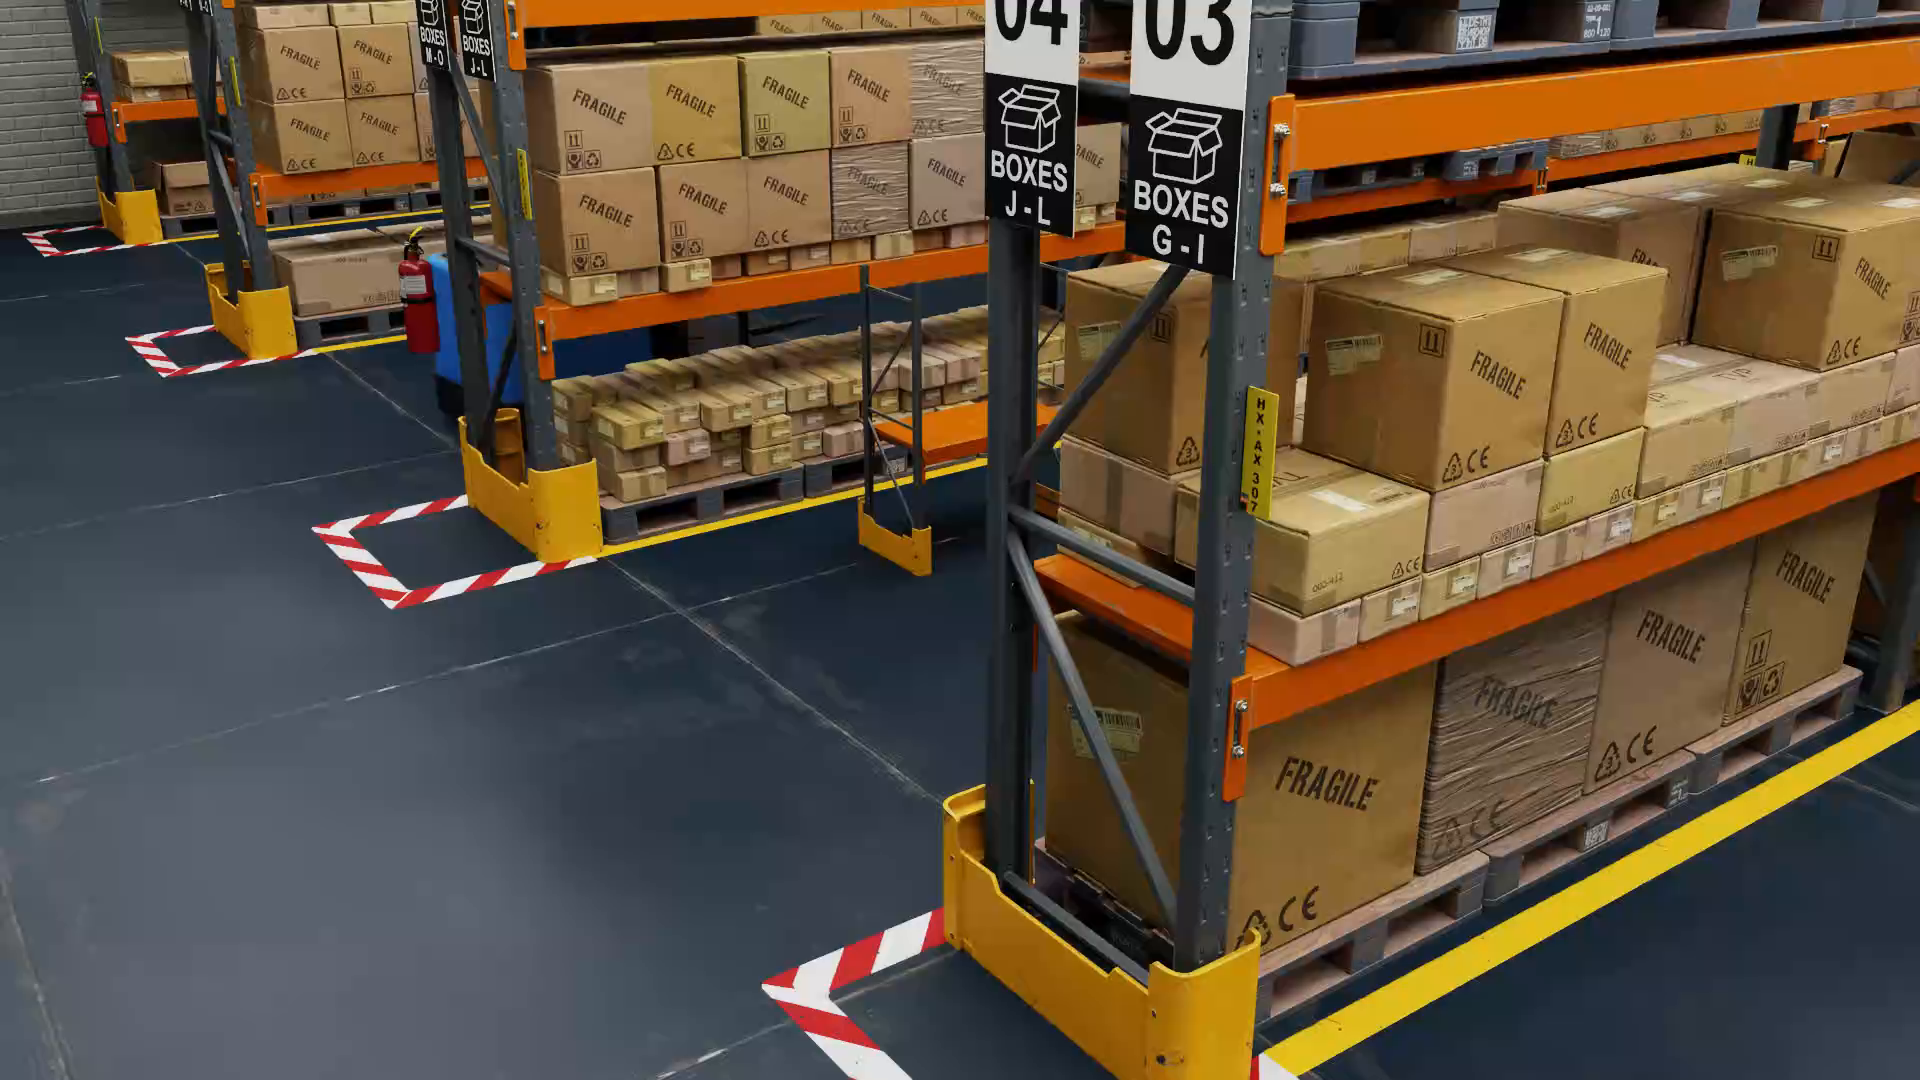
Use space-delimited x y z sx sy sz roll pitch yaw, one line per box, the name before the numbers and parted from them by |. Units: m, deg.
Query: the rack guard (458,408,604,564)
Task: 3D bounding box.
rack guard | -2.334 -0.312 9.003 0.348 0.500 1.175 -15 26 -33

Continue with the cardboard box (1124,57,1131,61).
cardboard box | 1.498 -4.748 16.520 0.250 0.149 0.380 -17 27 -36

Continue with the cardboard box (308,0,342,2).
cardboard box | -4.842 -4.017 12.556 0.250 0.149 0.380 -15 26 -33

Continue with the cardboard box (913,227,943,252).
cardboard box | -0.305 -1.789 9.672 0.250 0.149 0.380 -15 26 -34

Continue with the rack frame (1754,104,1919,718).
rack frame | 3.666 -0.808 6.874 0.127 3.000 1.000 -15 26 -33

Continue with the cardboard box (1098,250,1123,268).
cardboard box | 1.309 -1.942 11.509 0.500 0.250 0.500 -16 27 -34

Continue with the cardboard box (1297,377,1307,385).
cardboard box | 1.483 -0.415 5.690 0.500 0.250 0.500 -16 27 -35

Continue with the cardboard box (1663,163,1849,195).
cardboard box | 3.128 -1.198 6.640 0.500 0.500 0.500 -15 26 -33

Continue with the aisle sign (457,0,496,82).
aisle sign | -2.279 -2.557 7.751 0.004 0.787 0.394 -15 26 -33

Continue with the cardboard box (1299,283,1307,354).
cardboard box | 2.035 -1.551 11.542 0.500 0.500 0.500 -14 25 -30

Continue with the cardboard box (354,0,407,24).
cardboard box | -4.266 -3.891 12.242 0.250 0.149 0.380 -16 27 -35

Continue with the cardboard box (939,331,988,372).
cardboard box | 0.076 -1.158 10.228 0.250 0.149 0.380 -14 26 -31

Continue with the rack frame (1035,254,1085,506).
rack frame | 0.482 -0.825 8.940 0.032 1.500 0.500 -15 26 -33

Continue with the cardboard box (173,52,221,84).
cardboard box | -7.335 -4.611 16.205 0.500 0.250 0.500 -15 26 -32

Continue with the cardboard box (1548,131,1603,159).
cardboard box | 4.621 -3.250 12.859 0.500 0.500 0.500 -15 26 -32

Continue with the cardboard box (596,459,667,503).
cardboard box | -1.783 -0.344 8.992 0.250 0.149 0.380 -14 26 -32

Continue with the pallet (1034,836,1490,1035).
pallet | 1.023 1.157 5.713 1.213 0.211 1.003 -15 26 -33

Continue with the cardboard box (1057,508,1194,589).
cardboard box | 0.516 -0.002 5.192 0.250 0.149 0.380 -14 26 -32

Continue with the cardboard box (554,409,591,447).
cardboard box | -2.134 -0.665 9.395 0.250 0.149 0.380 -16 27 -34

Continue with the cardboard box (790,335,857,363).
cardboard box | -0.833 -1.126 10.149 0.250 0.149 0.380 -15 26 -33

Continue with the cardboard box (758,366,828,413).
cardboard box | -0.955 -0.862 9.487 0.250 0.149 0.380 -14 26 -31

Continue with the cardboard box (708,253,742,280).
cardboard box | -1.378 -1.518 8.992 0.250 0.149 0.380 -14 25 -30

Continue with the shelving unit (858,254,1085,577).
shelving unit | 0.062 -0.713 8.660 1.083 1.500 0.587 -15 26 -33

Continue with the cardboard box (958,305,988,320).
cardboard box | 0.193 -1.415 10.873 0.250 0.149 0.380 -13 25 -30

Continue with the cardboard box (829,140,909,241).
cardboard box | -0.635 -1.993 9.307 0.500 0.500 0.500 -16 27 -34

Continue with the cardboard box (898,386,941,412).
cardboard box | -0.324 -0.904 9.993 0.250 0.149 0.380 -16 27 -35

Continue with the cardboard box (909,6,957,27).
cardboard box | -0.375 -4.649 15.015 0.500 0.500 0.500 -15 26 -34

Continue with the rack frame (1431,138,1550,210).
rack frame | 4.099 -3.188 12.838 0.127 3.000 1.000 -15 26 -33

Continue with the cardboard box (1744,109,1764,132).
cardboard box | 6.668 -3.797 14.230 0.500 0.500 0.500 -15 26 -33

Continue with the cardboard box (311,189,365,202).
cardboard box | -6.514 -3.812 17.207 0.500 0.500 0.500 -14 26 -32

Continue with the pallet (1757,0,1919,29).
pallet | 2.996 -1.986 5.898 1.213 0.211 1.003 -15 26 -33

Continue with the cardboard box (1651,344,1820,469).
cardboard box | 2.628 -0.479 5.849 0.500 0.250 0.500 -14 26 -32

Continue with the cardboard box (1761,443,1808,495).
cardboard box | 2.775 -0.304 5.949 0.250 0.149 0.380 -14 26 -32

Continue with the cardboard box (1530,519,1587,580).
cardboard box | 1.733 -0.026 5.253 0.250 0.149 0.380 -16 27 -34

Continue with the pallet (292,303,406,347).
pallet | -4.765 -1.825 13.185 1.213 0.211 1.003 -15 26 -33

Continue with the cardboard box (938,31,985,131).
cardboard box | 0.211 -2.674 9.666 0.500 0.500 0.500 -16 27 -34

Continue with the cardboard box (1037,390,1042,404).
cardboard box | 0.296 -0.898 10.379 0.250 0.149 0.380 -16 27 -35

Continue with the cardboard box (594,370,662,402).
cardboard box | -1.876 -0.831 9.410 0.250 0.149 0.380 -14 26 -32

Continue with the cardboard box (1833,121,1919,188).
cardboard box | 4.180 -1.461 7.022 0.637 0.503 0.797 -16 27 -34

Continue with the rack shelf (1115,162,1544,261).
rack shelf | 2.475 -2.421 11.886 4.000 0.370 1.077 -15 26 -33

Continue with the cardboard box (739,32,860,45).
cardboard box | -0.914 -2.619 9.528 0.500 0.500 0.500 -16 27 -35

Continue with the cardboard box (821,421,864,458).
cardboard box | -0.745 -0.615 9.671 0.250 0.149 0.380 -16 27 -35

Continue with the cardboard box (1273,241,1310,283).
cardboard box | 2.037 -1.901 11.407 0.500 0.250 0.500 -14 26 -31

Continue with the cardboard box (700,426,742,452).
cardboard box | -1.418 -0.623 9.290 0.250 0.149 0.380 -15 26 -32

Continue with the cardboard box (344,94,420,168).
cardboard box | -4.417 -3.105 12.496 0.500 0.500 0.500 -15 26 -34

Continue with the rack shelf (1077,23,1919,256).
rack shelf | 2.043 -1.434 5.366 4.000 0.370 1.077 -15 26 -33

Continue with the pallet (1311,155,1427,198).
pallet | 2.516 -2.658 11.769 1.213 0.211 1.003 -15 26 -33

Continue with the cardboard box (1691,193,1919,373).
cardboard box | 3.040 -0.938 5.988 0.500 0.500 0.500 -15 26 -32

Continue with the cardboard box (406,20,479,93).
cardboard box | -3.984 -3.680 12.588 0.500 0.500 0.500 -15 26 -33

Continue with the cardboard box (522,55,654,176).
cardboard box | -1.876 -2.122 8.283 0.500 0.500 0.500 -15 26 -33

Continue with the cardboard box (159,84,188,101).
cardboard box | -7.664 -4.357 16.106 0.250 0.149 0.380 -14 26 -32

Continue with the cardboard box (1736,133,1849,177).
cardboard box | 7.897 -3.377 15.612 0.875 0.875 0.875 -14 26 -32

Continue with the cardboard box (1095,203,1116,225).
cardboard box | 0.756 -2.073 10.383 0.250 0.149 0.380 -15 26 -33

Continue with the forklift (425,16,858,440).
forklift | -1.976 -2.402 10.960 3.031 2.935 1.130 -18 28 -38
